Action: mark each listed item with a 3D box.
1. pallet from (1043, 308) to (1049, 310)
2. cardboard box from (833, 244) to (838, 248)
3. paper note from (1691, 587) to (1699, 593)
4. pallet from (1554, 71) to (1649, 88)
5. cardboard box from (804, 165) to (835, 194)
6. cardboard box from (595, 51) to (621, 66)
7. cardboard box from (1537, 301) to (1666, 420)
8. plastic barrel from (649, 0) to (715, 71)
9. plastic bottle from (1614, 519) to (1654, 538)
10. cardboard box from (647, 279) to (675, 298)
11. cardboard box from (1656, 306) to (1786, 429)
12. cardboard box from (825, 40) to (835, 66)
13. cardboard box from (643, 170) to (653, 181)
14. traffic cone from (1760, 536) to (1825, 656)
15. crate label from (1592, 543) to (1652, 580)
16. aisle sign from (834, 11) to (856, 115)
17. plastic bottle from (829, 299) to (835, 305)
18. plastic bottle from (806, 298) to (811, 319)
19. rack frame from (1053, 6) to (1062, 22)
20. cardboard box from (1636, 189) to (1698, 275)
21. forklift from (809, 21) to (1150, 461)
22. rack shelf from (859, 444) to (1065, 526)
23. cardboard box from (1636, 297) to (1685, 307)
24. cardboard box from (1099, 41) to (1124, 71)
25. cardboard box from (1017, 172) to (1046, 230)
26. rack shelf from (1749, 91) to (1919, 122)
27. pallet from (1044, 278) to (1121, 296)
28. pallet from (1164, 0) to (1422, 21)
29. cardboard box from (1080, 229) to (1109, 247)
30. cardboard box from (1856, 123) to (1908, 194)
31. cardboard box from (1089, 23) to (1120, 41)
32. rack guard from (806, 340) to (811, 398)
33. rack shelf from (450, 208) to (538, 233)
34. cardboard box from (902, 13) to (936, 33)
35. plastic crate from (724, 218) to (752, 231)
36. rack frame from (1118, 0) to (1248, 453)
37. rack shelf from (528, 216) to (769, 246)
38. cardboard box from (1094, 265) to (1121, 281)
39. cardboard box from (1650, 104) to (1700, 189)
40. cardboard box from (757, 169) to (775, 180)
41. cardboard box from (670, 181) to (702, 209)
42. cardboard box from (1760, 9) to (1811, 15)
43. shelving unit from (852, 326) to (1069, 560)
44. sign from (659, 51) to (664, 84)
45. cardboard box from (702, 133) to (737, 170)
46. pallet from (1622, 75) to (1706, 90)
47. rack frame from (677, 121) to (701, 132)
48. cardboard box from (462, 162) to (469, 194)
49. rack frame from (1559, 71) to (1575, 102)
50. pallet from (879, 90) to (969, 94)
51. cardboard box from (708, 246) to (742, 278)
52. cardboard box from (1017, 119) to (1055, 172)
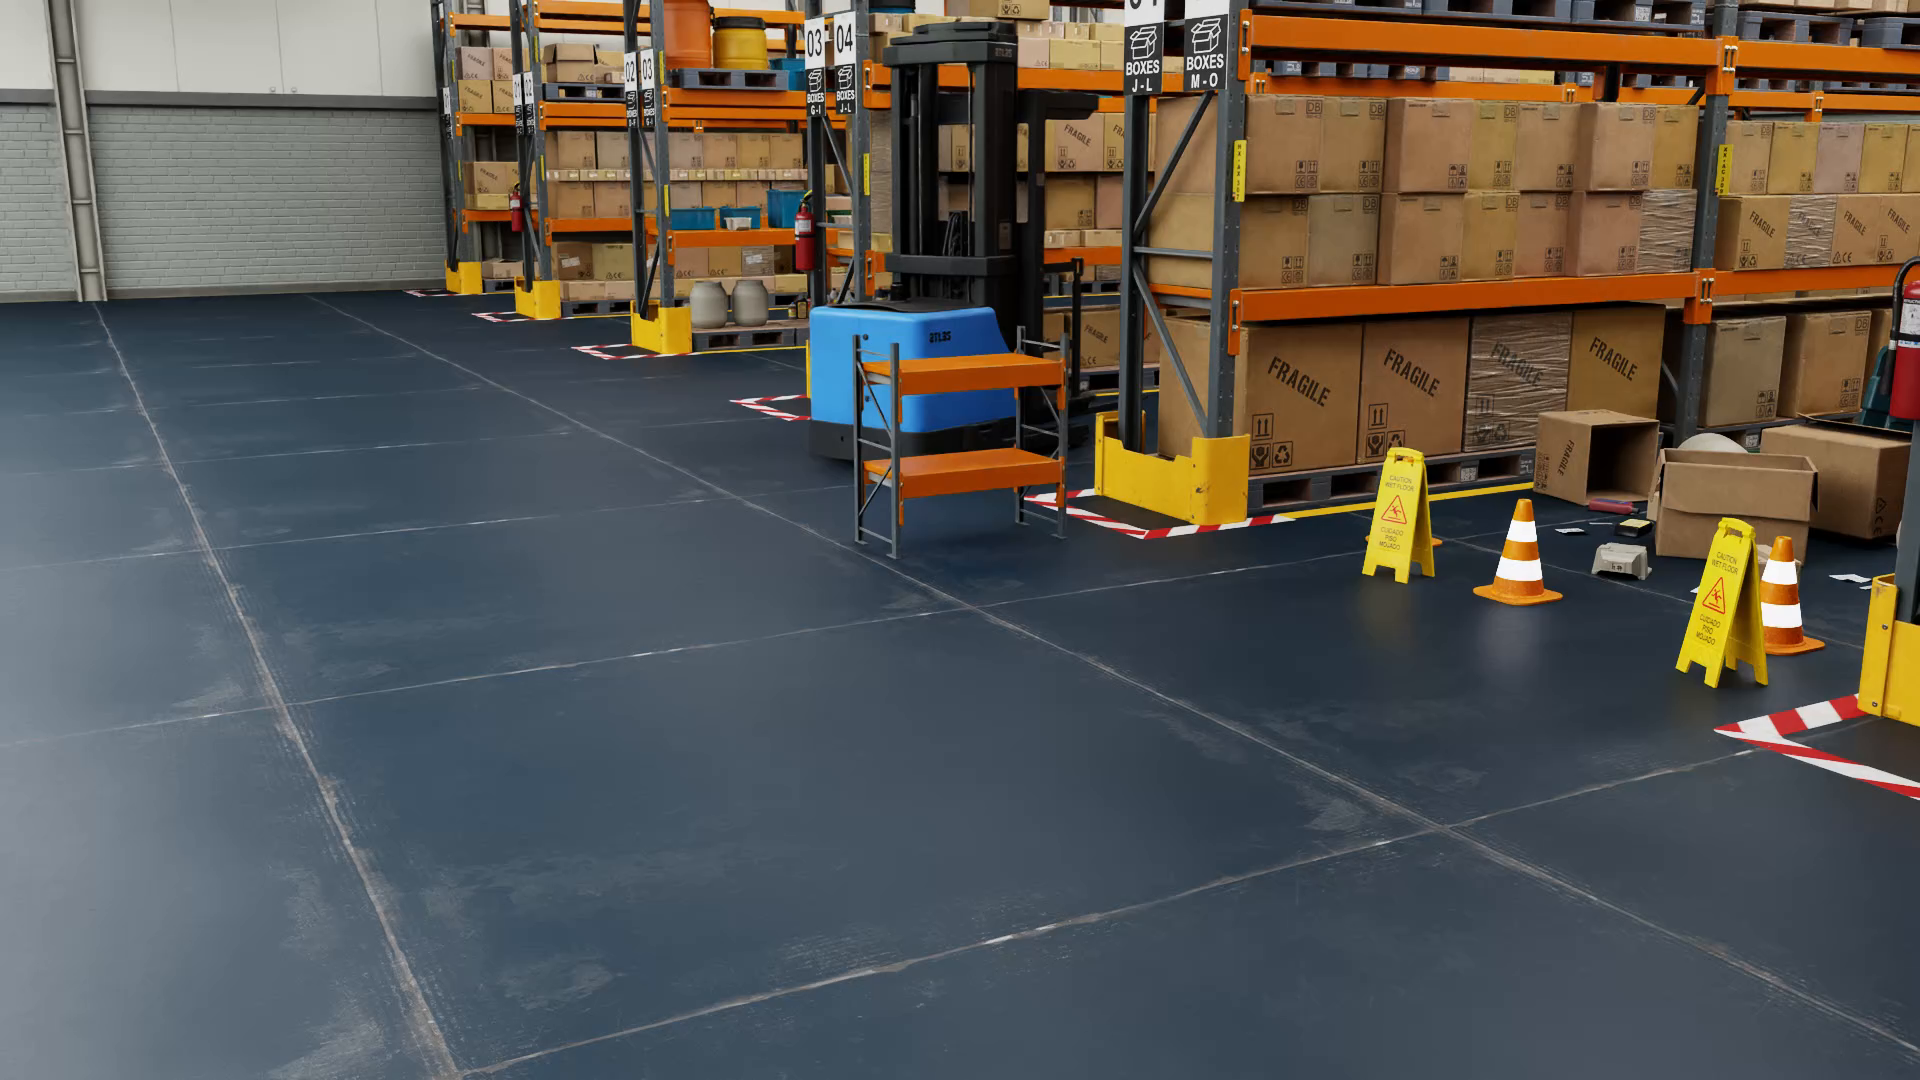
[{"bbox_3d":[0.792,-2.743,20.815,1.213,0.211,1.003,-7,14,-28],"label":"pallet"},{"bbox_3d":[-2.229,-5.220,30.165,0.500,0.500,0.700,-7,14,-28],"label":"cardboard box"},{"bbox_3d":[3.608,0.238,7.984,0.148,0.019,0.142,11,17,40],"label":"paper note"},{"bbox_3d":[6.545,-4.928,17.775,1.003,0.211,1.213,-6,14,-25],"label":"pallet"},{"bbox_3d":[-2.605,-6.420,29.573,0.500,0.500,0.700,-7,14,-28],"label":"cardboard box"},{"bbox_3d":[-5.865,-7.710,27.155,0.500,0.500,0.500,-7,15,-30],"label":"cardboard box"},{"bbox_3d":[4.197,-1.208,11.526,0.875,0.875,0.875,-7,14,-27],"label":"cardboard box"},{"bbox_3d":[-3.024,-5.545,18.152,0.708,0.830,0.600,-7,14,-28],"label":"plastic barrel"},{"bbox_3d":[3.774,-0.072,9.289,0.133,0.061,0.283,11,17,40],"label":"plastic bottle"},{"bbox_3d":[-4.306,-3.530,23.268,0.500,0.250,0.500,-7,14,-28],"label":"cardboard box"},{"bbox_3d":[5.284,-1.282,12.141,0.750,0.750,1.050,-7,14,-28],"label":"cardboard box"},{"bbox_3d":[-1.688,-6.986,24.165,0.500,0.500,0.500,-7,14,-27],"label":"cardboard box"},{"bbox_3d":[-4.406,-5.021,22.883,0.250,0.149,0.380,-7,15,-30],"label":"cardboard box"},{"bbox_3d":[3.492,0.216,7.095,0.334,0.463,0.336,-7,14,-28],"label":"traffic cone"},{"bbox_3d":[3.322,0.102,8.343,0.250,0.136,0.298,8,15,31],"label":"crate label"},{"bbox_3d":[-0.927,-3.842,13.426,0.004,0.787,0.394,-7,14,-28],"label":"aisle sign"},{"bbox_3d":[-1.441,-2.632,19.159,0.133,0.283,0.061,-7,14,-27],"label":"plastic bottle"},{"bbox_3d":[-1.753,-2.777,19.818,0.135,0.276,0.152,-7,14,-27],"label":"plastic bottle"},{"bbox_3d":[1.262,-8.315,25.563,0.127,3.000,1.000,-7,14,-28],"label":"rack frame"},{"bbox_3d":[4.465,-2.124,11.373,0.550,0.550,0.875,-7,14,-28],"label":"cardboard box"},{"bbox_3d":[0.288,-2.139,11.936,1.130,2.935,3.031,10,16,38],"label":"forklift"},{"bbox_3d":[0.006,-0.311,9.043,1.000,0.278,0.538,-7,14,-28],"label":"rack shelf"},{"bbox_3d":[7.408,-2.808,18.639,0.875,0.875,1.225,-7,14,-28],"label":"cardboard box"},{"bbox_3d":[1.312,-4.243,14.640,0.500,0.250,0.500,-7,14,-28],"label":"cardboard box"},{"bbox_3d":[0.321,-3.004,14.720,0.500,0.500,0.875,-7,14,-28],"label":"cardboard box"},{"bbox_3d":[11.272,-5.223,20.291,4.000,0.370,1.077,-7,14,-28],"label":"rack shelf"},{"bbox_3d":[1.936,-4.099,26.844,1.213,0.211,1.003,-7,14,-28],"label":"pallet"},{"bbox_3d":[1.918,-3.171,9.739,1.213,0.211,1.003,-7,14,-28],"label":"pallet"},{"bbox_3d":[1.123,-2.702,14.854,0.250,0.149,0.380,-7,14,-28],"label":"cardboard box"},{"bbox_3d":[6.554,-2.842,12.402,0.500,0.500,0.700,-7,14,-28],"label":"cardboard box"},{"bbox_3d":[1.194,-4.414,14.491,0.250,0.149,0.380,-6,14,-25],"label":"cardboard box"},{"bbox_3d":[-0.949,-1.426,14.307,0.348,0.500,1.175,-7,14,-28],"label":"rack guard"},{"bbox_3d":[-6.381,-5.361,27.736,4.000,0.370,1.077,-7,14,-28],"label":"rack shelf"},{"bbox_3d":[-0.390,-4.215,13.610,0.250,0.149,0.380,-6,14,-27],"label":"cardboard box"},{"bbox_3d":[-2.450,-3.496,18.410,0.250,0.136,0.298,-7,14,-28],"label":"plastic crate"},{"bbox_3d":[1.272,-1.671,9.703,0.127,3.000,1.000,-7,14,-28],"label":"rack frame"},{"bbox_3d":[-4.004,-4.406,23.496,4.000,0.370,1.077,-7,14,-28],"label":"rack shelf"},{"bbox_3d":[2.256,-4.433,26.665,0.500,0.500,0.500,-7,15,-30],"label":"cardboard box"},{"bbox_3d":[4.442,-2.660,11.294,0.550,0.550,0.875,-7,14,-28],"label":"cardboard box"},{"bbox_3d":[-2.831,-5.210,23.721,0.250,0.149,0.380,-7,15,-30],"label":"cardboard box"},{"bbox_3d":[-3.986,-4.806,23.404,0.500,0.500,0.700,-6,14,-26],"label":"cardboard box"},{"bbox_3d":[5.761,-3.908,11.968,0.500,0.250,0.500,-7,14,-28],"label":"cardboard box"},{"bbox_3d":[0.006,-0.549,8.989,1.048,1.125,0.538,-7,14,-28],"label":"shelving unit"},{"bbox_3d":[-3.130,-4.953,17.435,0.005,0.325,0.100,-7,14,-28],"label":"sign"},{"bbox_3d":[-3.518,-5.496,23.515,0.500,0.500,0.700,-7,14,-28],"label":"cardboard box"},{"bbox_3d":[7.526,-5.047,18.300,1.213,0.211,1.003,-6,14,-25],"label":"pallet"},{"bbox_3d":[-4.625,-5.922,28.592,0.127,3.000,1.000,-7,14,-28],"label":"rack frame"},{"bbox_3d":[-7.824,-5.894,27.056,0.500,0.500,0.500,-7,14,-28],"label":"cardboard box"},{"bbox_3d":[6.006,-3.479,17.737,0.127,3.000,1.000,-7,14,-28],"label":"rack frame"},{"bbox_3d":[-0.465,-5.289,19.379,1.003,0.211,1.213,-7,14,-28],"label":"pallet"},{"bbox_3d":[-3.432,-4.003,23.661,0.500,0.500,0.500,-7,14,-28],"label":"cardboard box"},{"bbox_3d":[0.478,-3.429,14.330,0.500,0.500,0.500,-7,14,-28],"label":"cardboard box"}]
